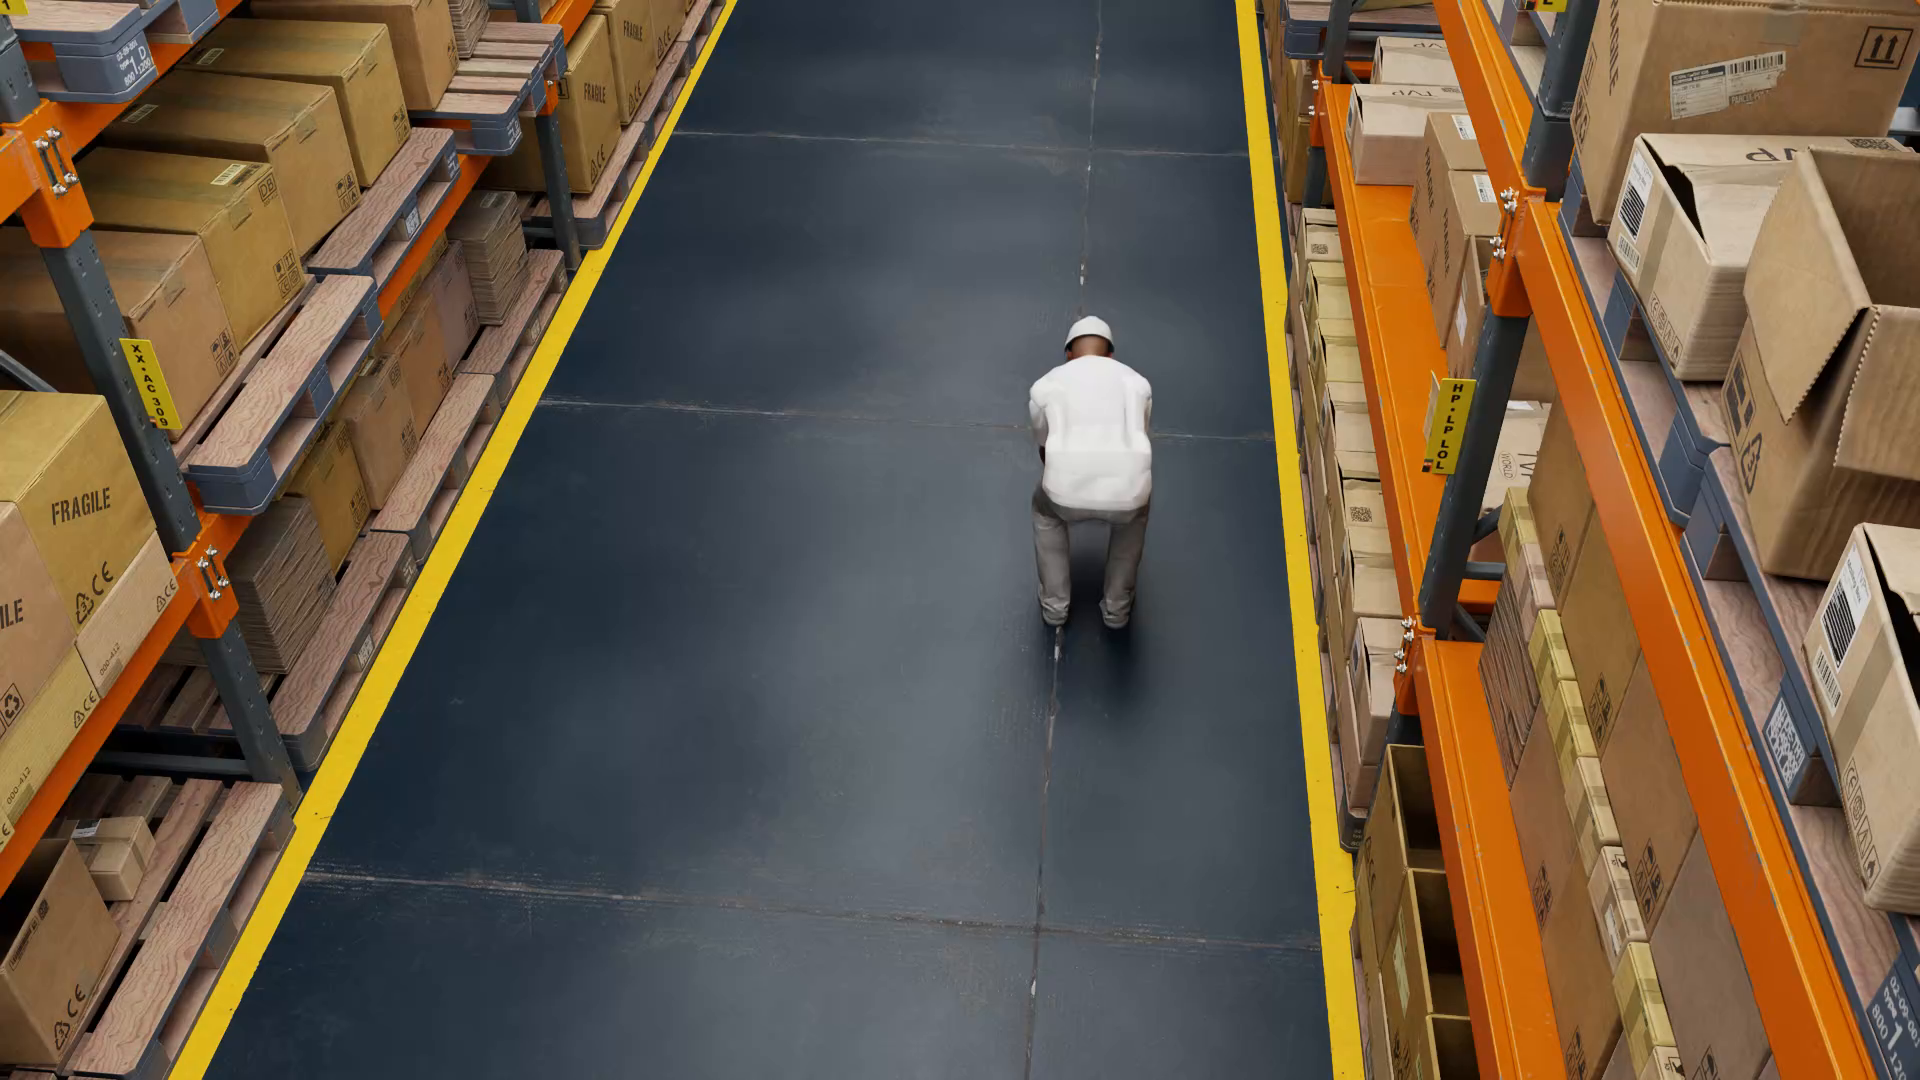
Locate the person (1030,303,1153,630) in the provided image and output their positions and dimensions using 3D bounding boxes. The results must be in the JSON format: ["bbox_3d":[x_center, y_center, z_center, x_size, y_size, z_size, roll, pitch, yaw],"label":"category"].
[{"bbox_3d":[0.539,-0.283,6.946,0.511,1.163,0.957,2,40,2],"label":"person"}]
